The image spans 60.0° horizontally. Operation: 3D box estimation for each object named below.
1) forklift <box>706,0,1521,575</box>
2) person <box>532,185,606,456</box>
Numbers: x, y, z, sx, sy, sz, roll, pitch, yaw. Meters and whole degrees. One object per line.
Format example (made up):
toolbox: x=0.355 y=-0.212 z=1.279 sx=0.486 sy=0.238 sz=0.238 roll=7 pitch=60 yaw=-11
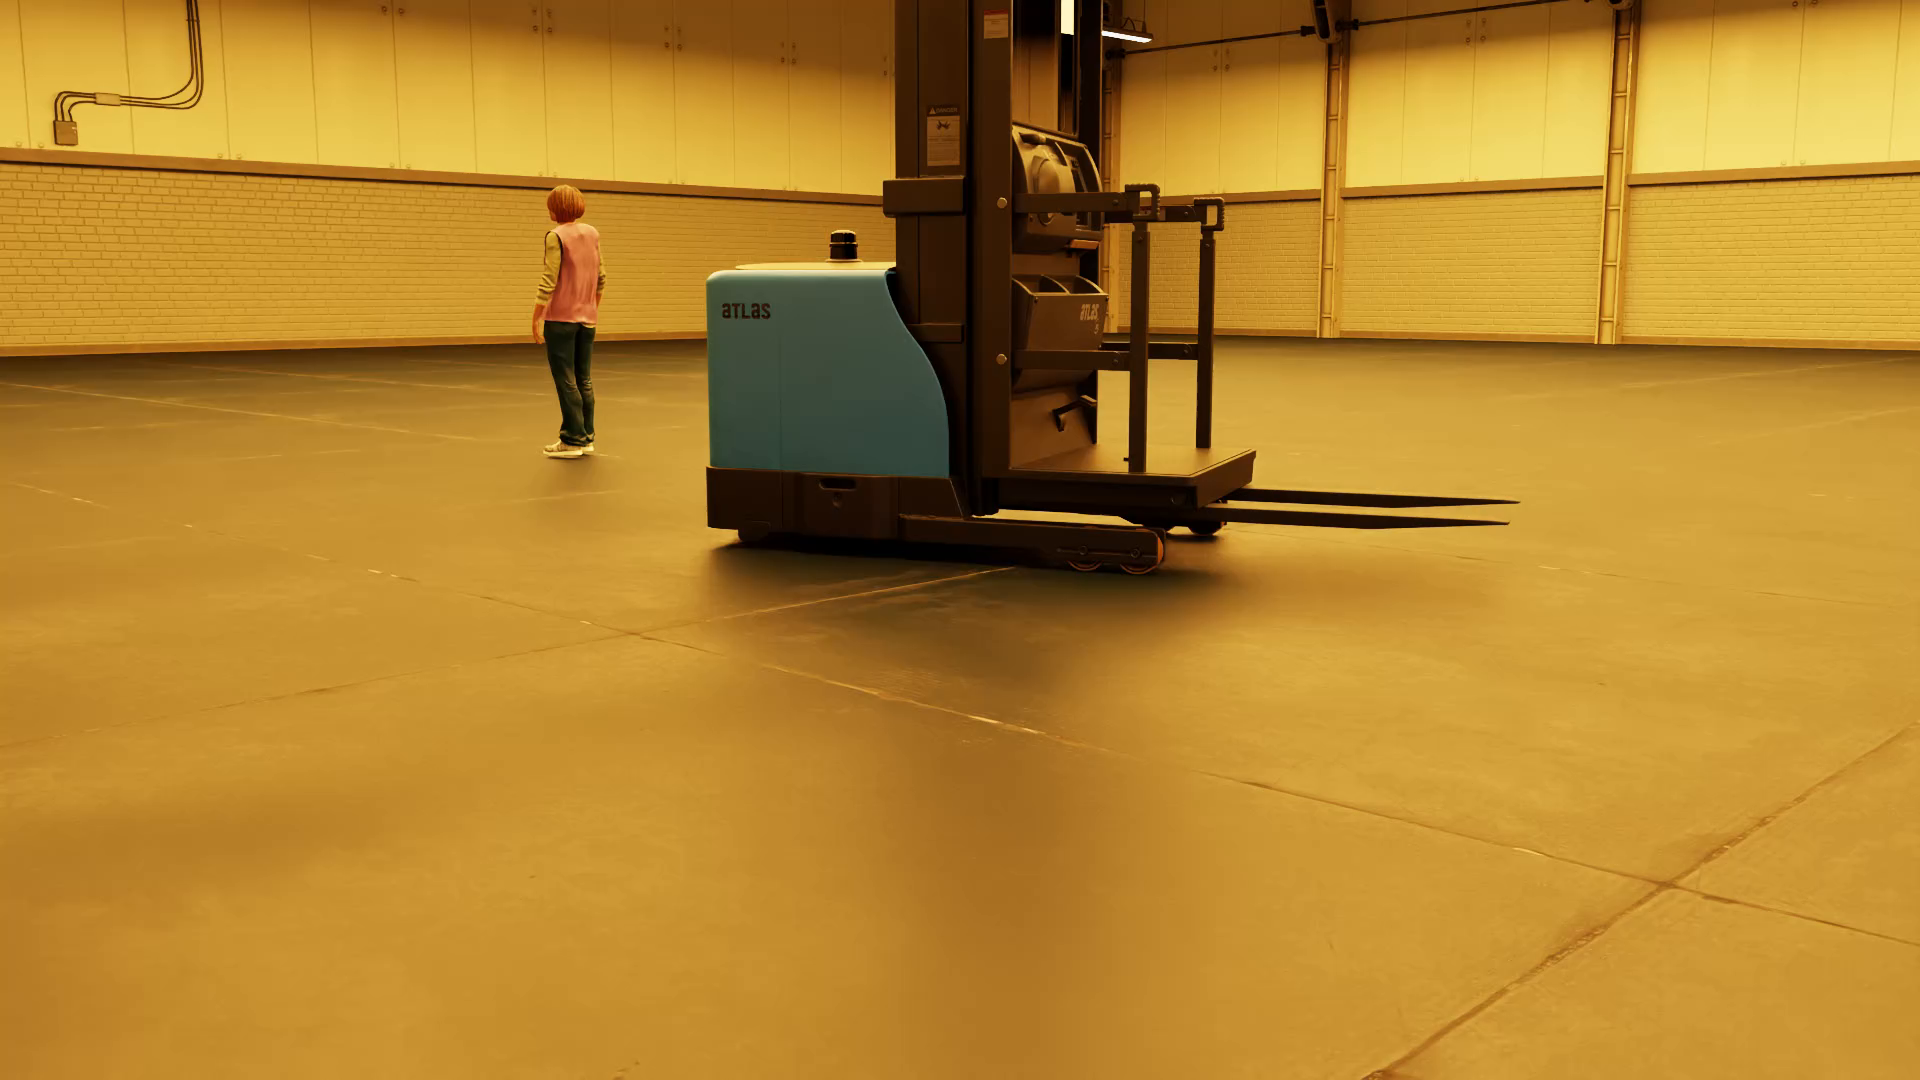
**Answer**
forklift: x=0.565 y=-1.416 z=6.275 sx=3.031 sy=2.935 sz=1.130 roll=3 pitch=9 yaw=22
person: x=-2.368 y=-1.293 z=9.891 sx=0.475 sy=1.596 sz=0.520 roll=6 pitch=10 yaw=33
